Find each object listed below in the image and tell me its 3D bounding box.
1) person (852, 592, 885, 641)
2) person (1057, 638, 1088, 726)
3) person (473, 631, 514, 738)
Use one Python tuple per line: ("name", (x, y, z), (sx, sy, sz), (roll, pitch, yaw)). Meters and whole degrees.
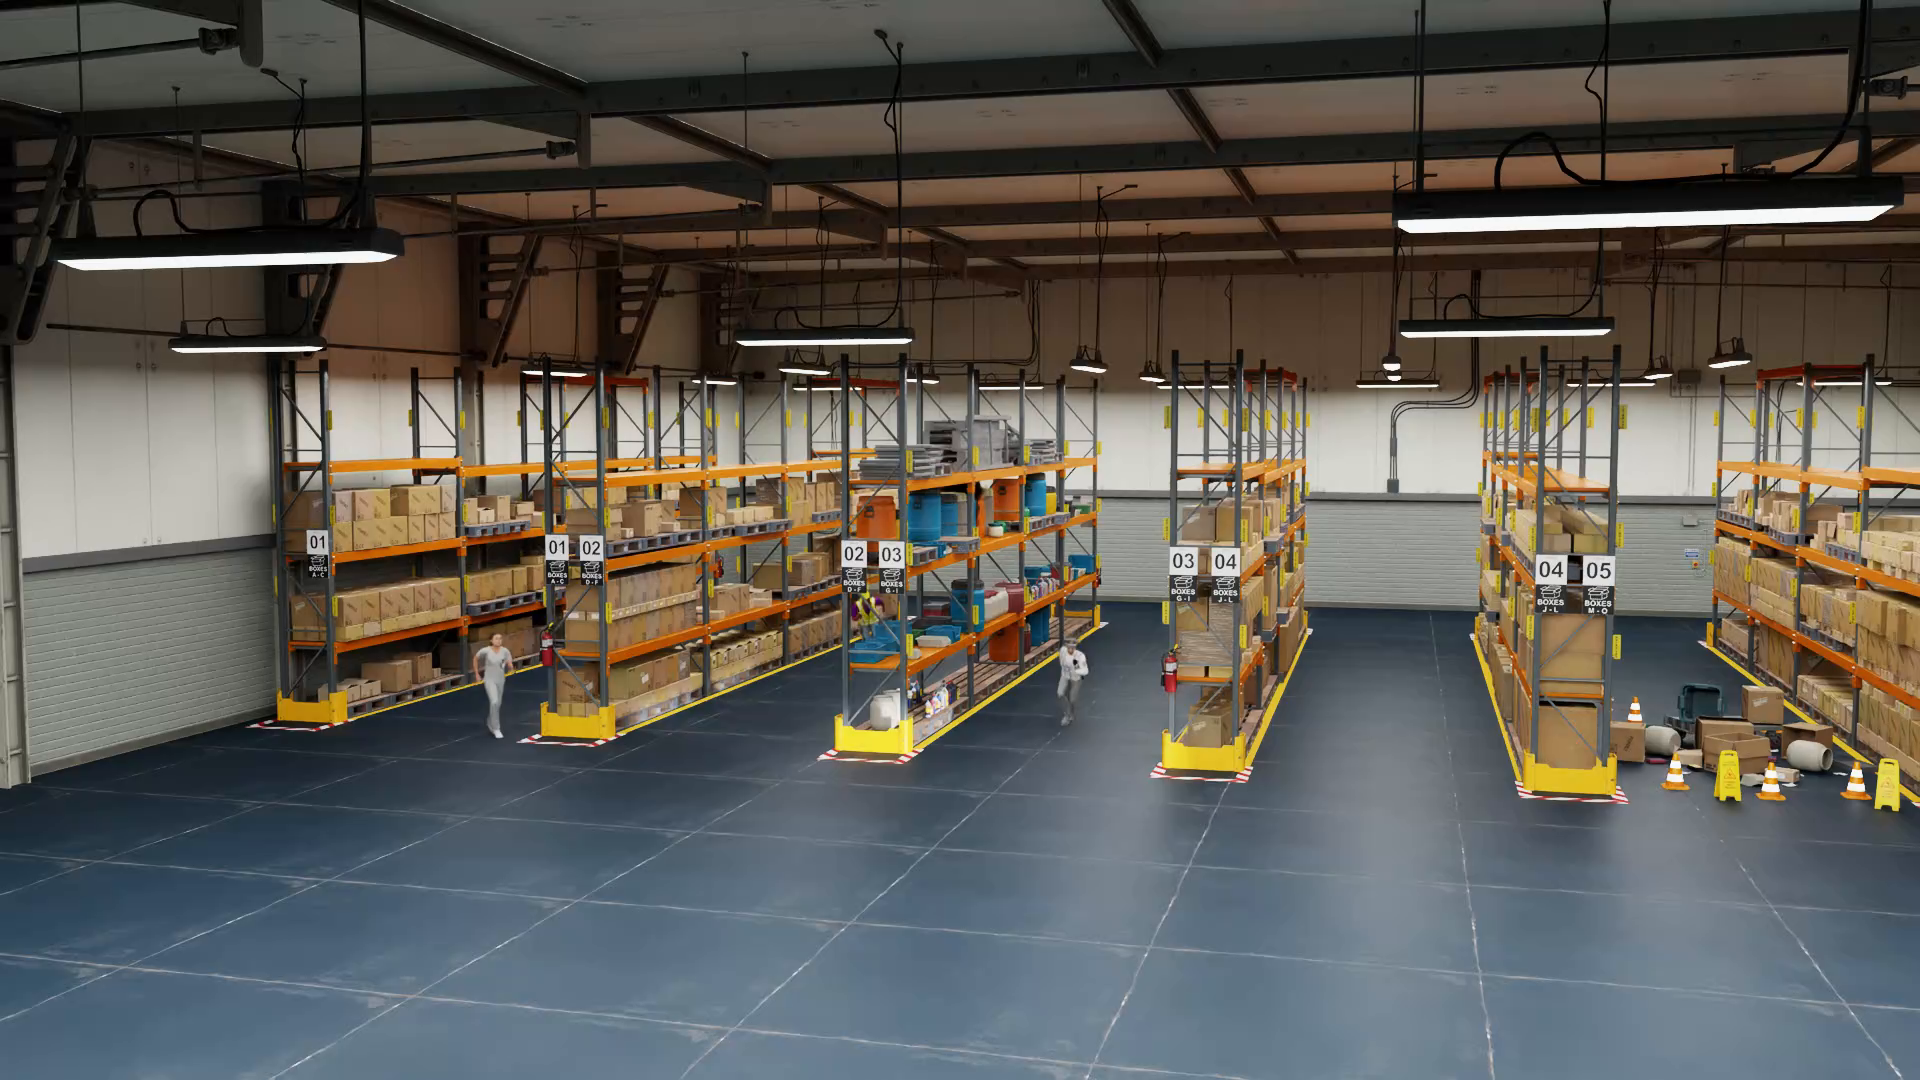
("person", (-1.898, 1.763, 34.653), (0.722, 1.470, 0.987), (0, 4, -5))
("person", (1.860, 2.292, 27.261), (0.566, 1.457, 1.040), (1, 4, 15))
("person", (-7.363, 2.258, 26.306), (0.560, 1.657, 0.882), (-3, 5, -37))
